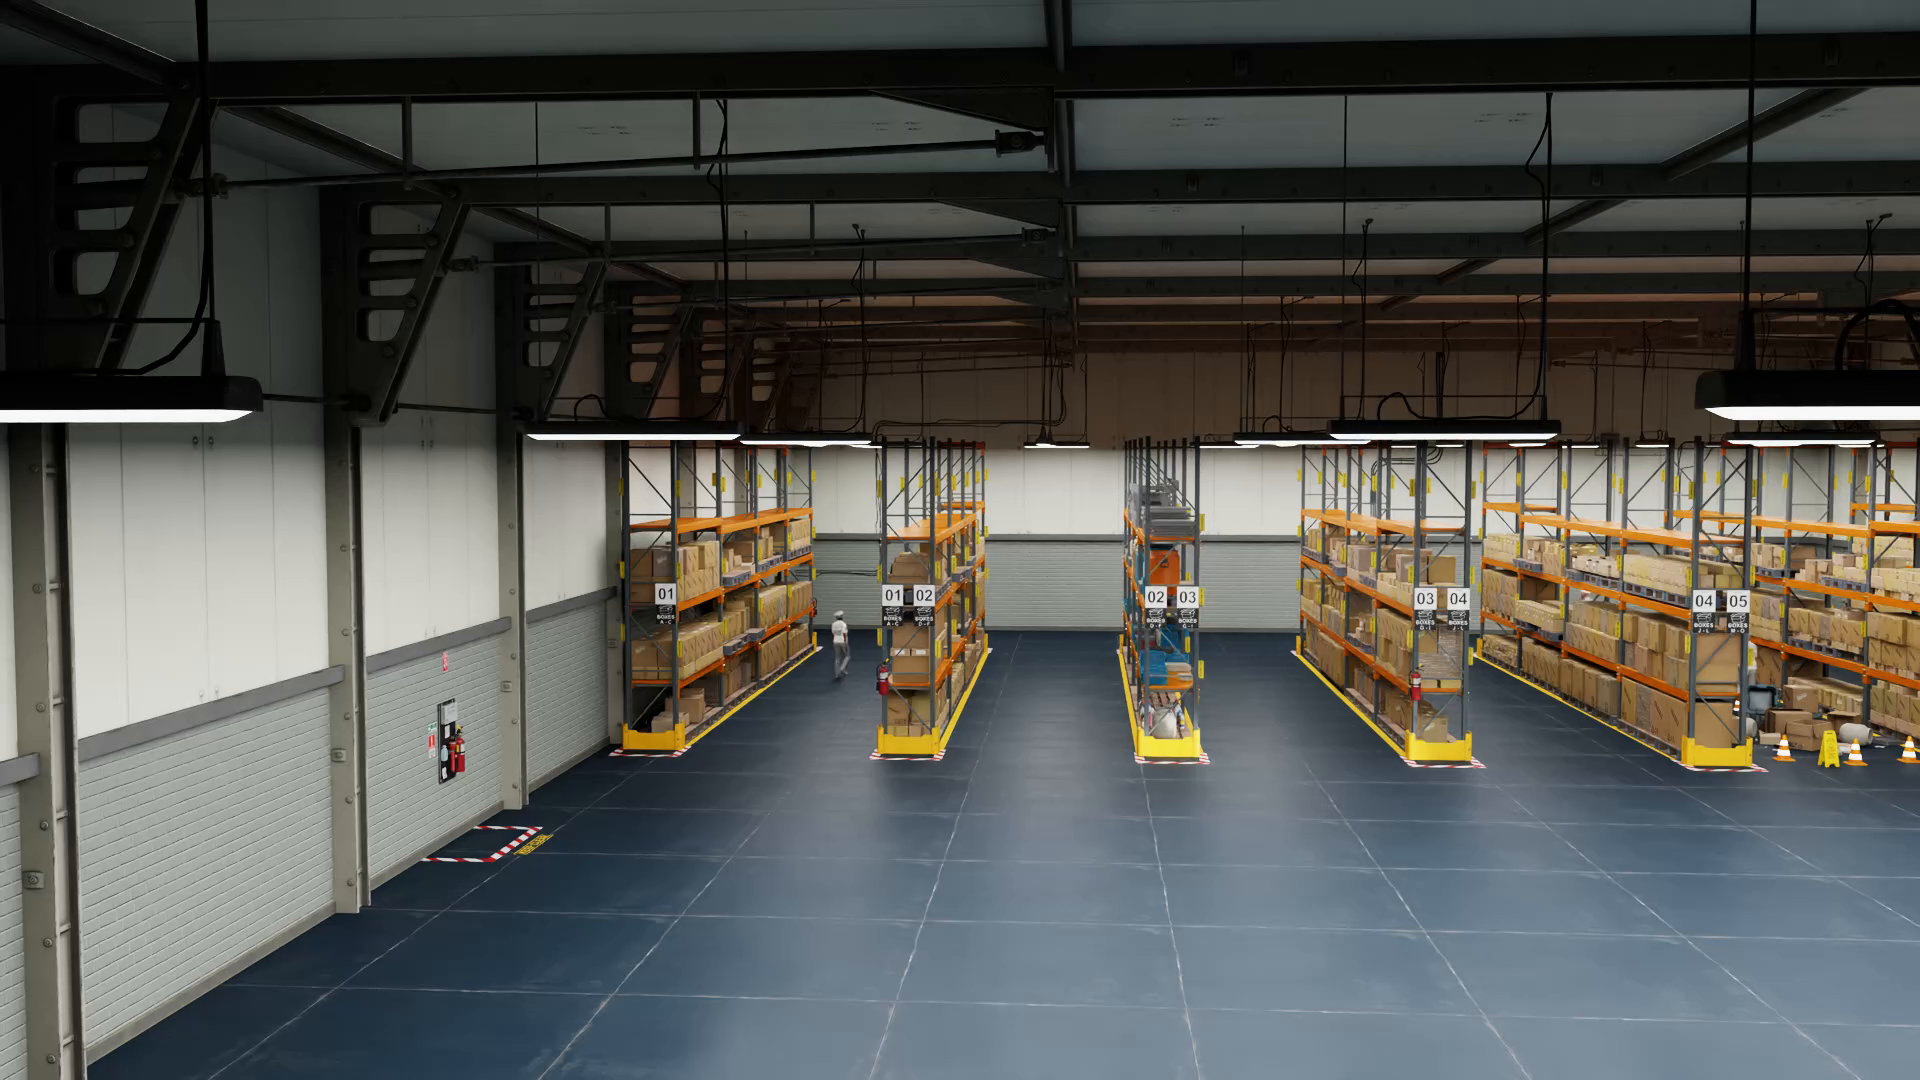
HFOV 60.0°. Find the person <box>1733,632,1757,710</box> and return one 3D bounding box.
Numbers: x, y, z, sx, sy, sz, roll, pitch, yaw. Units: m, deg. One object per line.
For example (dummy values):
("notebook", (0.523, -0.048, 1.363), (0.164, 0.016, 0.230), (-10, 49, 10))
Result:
("person", (17.371, 2.911, 36.673), (0.545, 1.814, 0.609), (0, 3, -7))

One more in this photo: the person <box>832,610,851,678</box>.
("person", (-3.017, 2.630, 41.995), (0.501, 1.675, 0.446), (1, 3, 21))

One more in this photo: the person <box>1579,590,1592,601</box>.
("person", (18.301, 2.251, 48.597), (0.964, 1.741, 0.548), (0, 3, -3))
